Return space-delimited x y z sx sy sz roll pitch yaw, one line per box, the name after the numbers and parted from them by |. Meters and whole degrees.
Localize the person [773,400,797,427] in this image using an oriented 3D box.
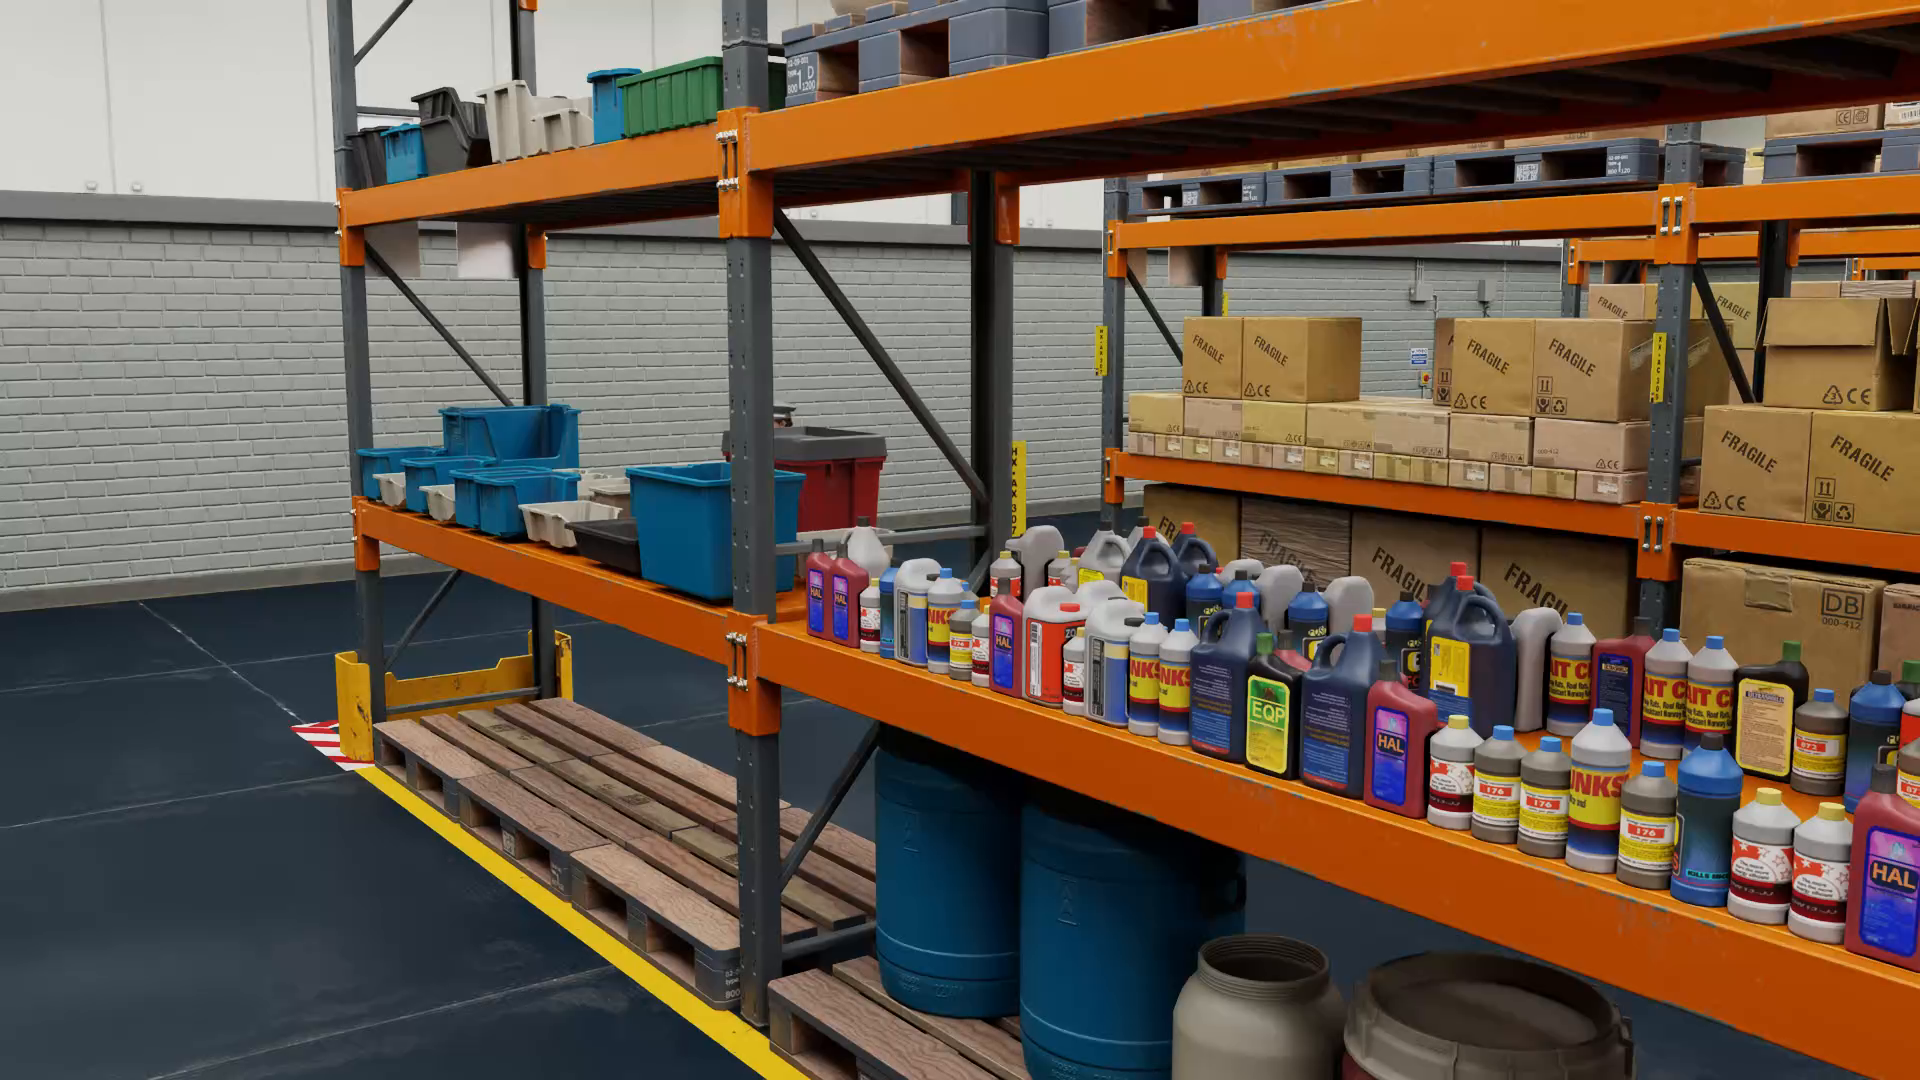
-1.178 -0.094 10.983 0.374 1.661 0.535 -6 10 -39 | person
